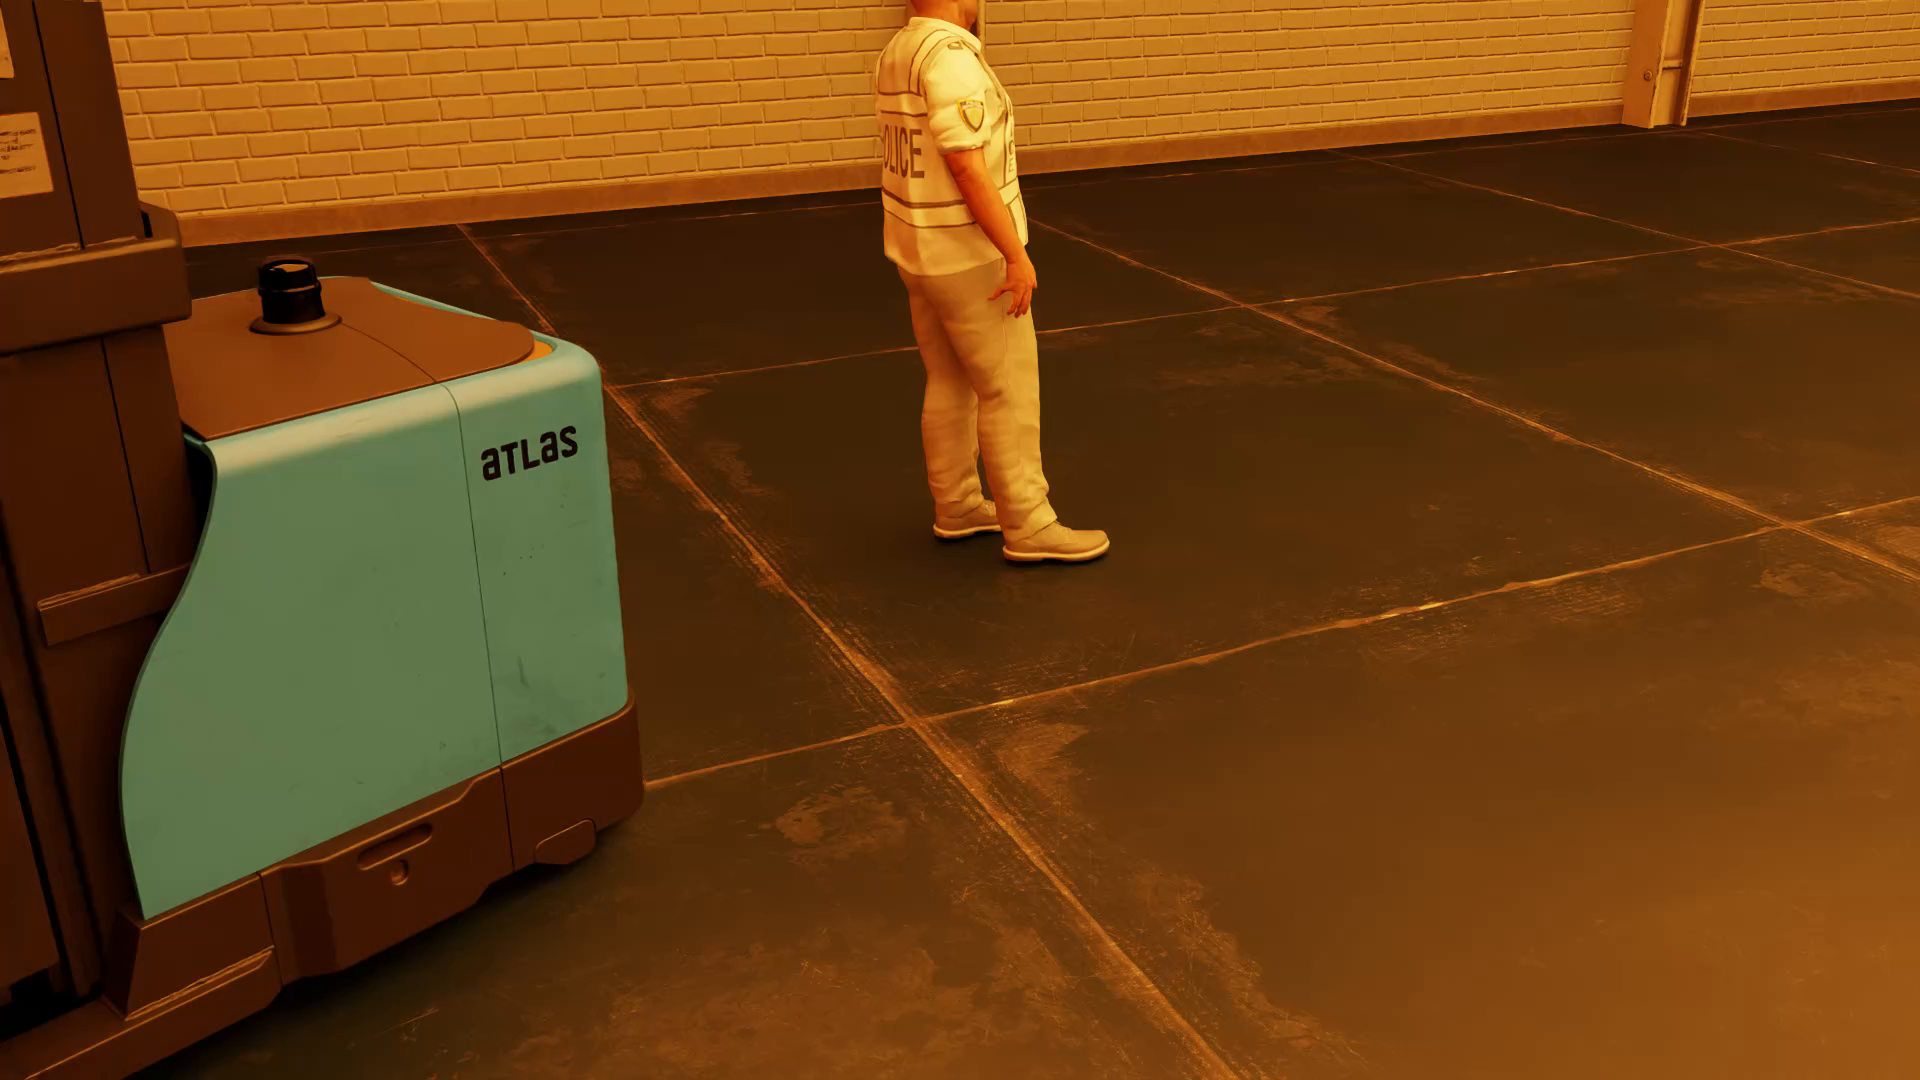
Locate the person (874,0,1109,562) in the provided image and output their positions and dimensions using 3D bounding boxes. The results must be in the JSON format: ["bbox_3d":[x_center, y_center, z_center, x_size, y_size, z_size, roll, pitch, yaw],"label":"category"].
[{"bbox_3d":[0.076,-0.839,4.783,0.574,1.781,0.641,-10,25,-23],"label":"person"}]

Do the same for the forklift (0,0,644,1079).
[{"bbox_3d":[-2.041,-0.434,2.331,1.130,2.935,3.031,19,29,38],"label":"forklift"}]
